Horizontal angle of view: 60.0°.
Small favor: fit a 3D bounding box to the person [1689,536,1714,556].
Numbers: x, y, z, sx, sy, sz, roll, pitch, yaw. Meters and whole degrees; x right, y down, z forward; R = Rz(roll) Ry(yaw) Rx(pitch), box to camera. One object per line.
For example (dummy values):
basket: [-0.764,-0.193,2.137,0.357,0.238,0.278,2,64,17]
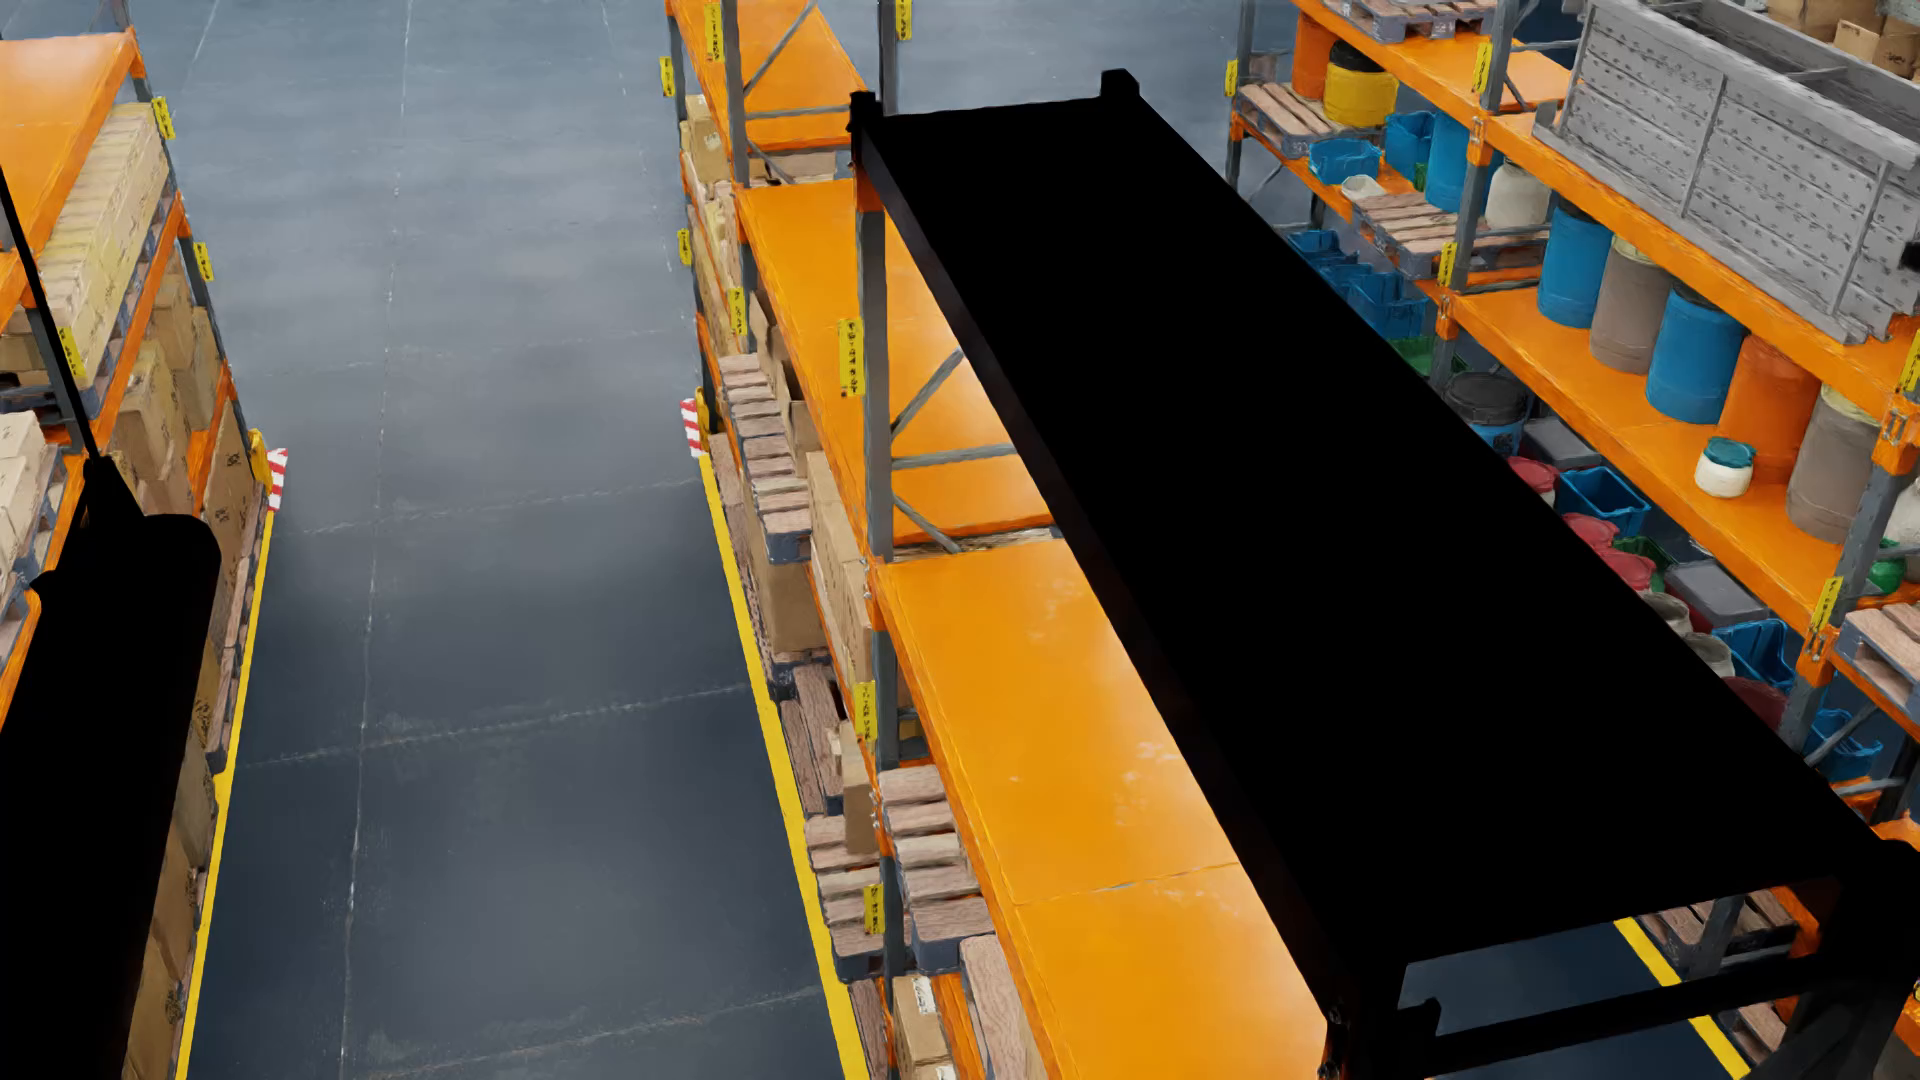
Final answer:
person: [6.316,-0.595,13.699,0.566,1.442,0.519,-9,36,-13]
